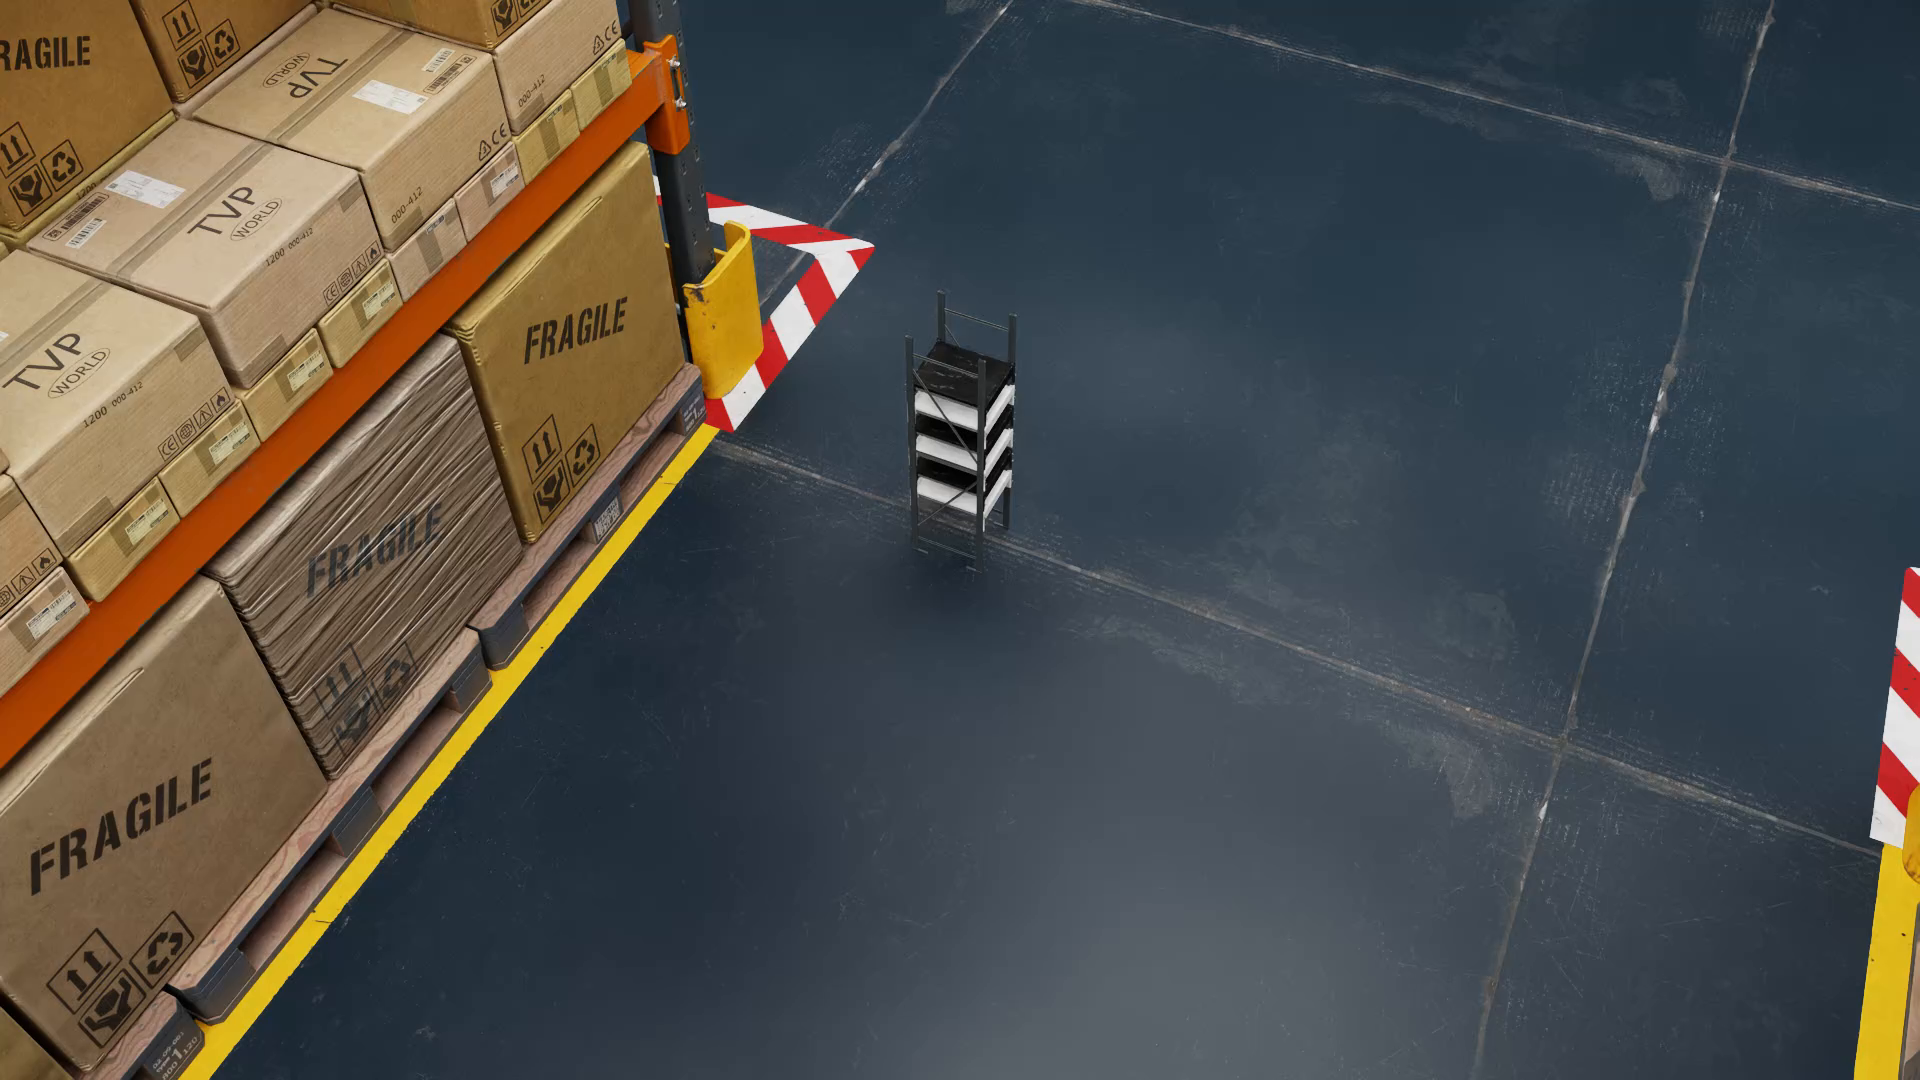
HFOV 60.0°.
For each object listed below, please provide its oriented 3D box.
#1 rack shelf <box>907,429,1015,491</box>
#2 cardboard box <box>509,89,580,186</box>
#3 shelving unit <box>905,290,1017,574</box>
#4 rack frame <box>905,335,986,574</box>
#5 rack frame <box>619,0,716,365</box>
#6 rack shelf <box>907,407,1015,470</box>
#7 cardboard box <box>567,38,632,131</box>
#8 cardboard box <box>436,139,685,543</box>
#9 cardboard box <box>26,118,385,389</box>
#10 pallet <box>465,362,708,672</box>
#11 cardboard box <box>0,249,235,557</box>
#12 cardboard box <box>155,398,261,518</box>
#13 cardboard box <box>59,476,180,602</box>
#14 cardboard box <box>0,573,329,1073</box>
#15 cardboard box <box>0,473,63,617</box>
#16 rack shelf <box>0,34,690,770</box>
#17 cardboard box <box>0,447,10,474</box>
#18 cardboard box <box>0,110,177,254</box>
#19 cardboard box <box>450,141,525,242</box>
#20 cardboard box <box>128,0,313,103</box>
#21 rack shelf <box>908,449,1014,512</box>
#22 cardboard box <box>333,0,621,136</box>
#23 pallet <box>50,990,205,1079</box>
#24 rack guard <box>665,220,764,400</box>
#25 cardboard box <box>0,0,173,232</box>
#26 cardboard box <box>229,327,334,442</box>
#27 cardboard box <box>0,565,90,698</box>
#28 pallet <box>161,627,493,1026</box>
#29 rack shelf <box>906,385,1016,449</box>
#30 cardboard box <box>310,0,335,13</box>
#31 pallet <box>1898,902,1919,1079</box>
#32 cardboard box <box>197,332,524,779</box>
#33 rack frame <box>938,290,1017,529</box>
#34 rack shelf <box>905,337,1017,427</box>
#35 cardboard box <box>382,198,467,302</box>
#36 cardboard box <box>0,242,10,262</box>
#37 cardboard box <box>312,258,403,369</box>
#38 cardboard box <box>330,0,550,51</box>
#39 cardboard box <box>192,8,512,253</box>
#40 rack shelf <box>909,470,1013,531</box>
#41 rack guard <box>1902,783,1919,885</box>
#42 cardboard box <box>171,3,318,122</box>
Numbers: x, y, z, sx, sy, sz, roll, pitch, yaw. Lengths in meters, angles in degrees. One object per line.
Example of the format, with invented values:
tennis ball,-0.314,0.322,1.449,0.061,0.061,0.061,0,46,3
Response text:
rack shelf,0.003,-0.276,4.937,0.258,0.077,0.200,20,52,16
cardboard box,-1.241,-1.112,4.391,0.380,0.149,0.250,20,53,16
shelving unit,0.003,-0.297,4.912,0.258,0.900,0.210,20,52,16
rack frame,-0.040,-0.227,4.852,0.240,0.900,0.006,20,52,16
rack frame,-1.277,-1.725,4.748,1.000,3.000,0.127,20,52,16
rack shelf,0.003,-0.334,4.869,0.258,0.077,0.200,20,52,16
cardboard box,-1.131,-1.291,4.544,0.380,0.149,0.250,21,53,17
cardboard box,-1.478,-0.706,5.000,0.875,0.875,0.875,20,52,16
cardboard box,-1.678,-0.653,3.739,0.500,0.250,0.500,18,52,15
pallet,-1.548,-0.245,5.320,1.003,0.211,1.213,20,52,16
cardboard box,-1.897,-0.293,3.433,0.500,0.250,0.500,20,52,16
cardboard box,-1.785,-0.239,3.648,0.380,0.149,0.250,21,53,17
cardboard box,-1.894,-0.058,3.495,0.380,0.149,0.250,18,52,15
cardboard box,-2.247,0.534,3.946,0.875,0.875,0.875,20,52,16
cardboard box,-2.115,0.044,3.146,0.500,0.250,0.500,21,53,17
rack shelf,-2.131,-0.115,3.850,1.077,0.370,4.000,20,52,16
cardboard box,-2.115,-0.204,2.865,0.500,0.500,0.500,18,52,15
cardboard box,-2.160,-0.825,3.886,0.500,0.250,0.500,18,52,15
cardboard box,-1.350,-0.938,4.244,0.380,0.149,0.250,20,52,16
cardboard box,-1.940,-1.429,3.907,0.500,0.500,0.500,19,52,15
rack shelf,0.003,-0.217,5.006,0.258,0.077,0.200,20,52,16
cardboard box,-1.244,-1.353,4.335,0.500,0.250,0.500,19,52,16
pallet,-2.590,1.435,3.890,1.003,0.211,1.213,20,52,16
rack guard,-1.267,-0.931,5.714,1.175,0.500,0.348,20,52,16
cardboard box,-2.156,-1.070,3.602,0.500,0.500,0.500,19,52,15
cardboard box,-1.677,-0.409,3.793,0.380,0.149,0.250,20,52,16
cardboard box,-2.005,0.123,3.341,0.380,0.149,0.250,20,53,16
pallet,-2.070,0.592,4.608,1.003,0.211,1.213,20,52,16
rack shelf,0.003,-0.392,4.800,0.258,0.077,0.200,20,52,16
cardboard box,-1.726,-1.530,4.486,0.500,0.250,0.500,19,52,15
pallet,2.753,1.462,3.867,1.003,0.211,1.213,20,52,16
cardboard box,-1.867,-0.079,4.467,0.875,0.875,0.875,20,52,16
rack frame,0.047,-0.367,4.972,0.240,0.900,0.006,20,52,16
rack shelf,0.003,-0.451,4.732,0.258,0.077,0.200,20,52,16
cardboard box,-1.457,-0.767,4.098,0.380,0.149,0.250,21,53,17
cardboard box,-2.378,-0.464,3.579,0.500,0.250,0.500,19,52,15
cardboard box,-1.566,-0.587,3.945,0.380,0.149,0.250,19,52,15
cardboard box,-1.247,-1.595,4.048,0.500,0.500,0.500,20,53,17
cardboard box,-1.461,-1.004,4.038,0.500,0.250,0.500,19,52,15
rack shelf,0.003,-0.159,5.075,0.258,0.077,0.200,20,52,16
rack guard,3.132,0.821,4.223,1.175,0.500,0.348,20,52,16
cardboard box,-1.942,-1.170,4.179,0.500,0.250,0.500,19,52,16
